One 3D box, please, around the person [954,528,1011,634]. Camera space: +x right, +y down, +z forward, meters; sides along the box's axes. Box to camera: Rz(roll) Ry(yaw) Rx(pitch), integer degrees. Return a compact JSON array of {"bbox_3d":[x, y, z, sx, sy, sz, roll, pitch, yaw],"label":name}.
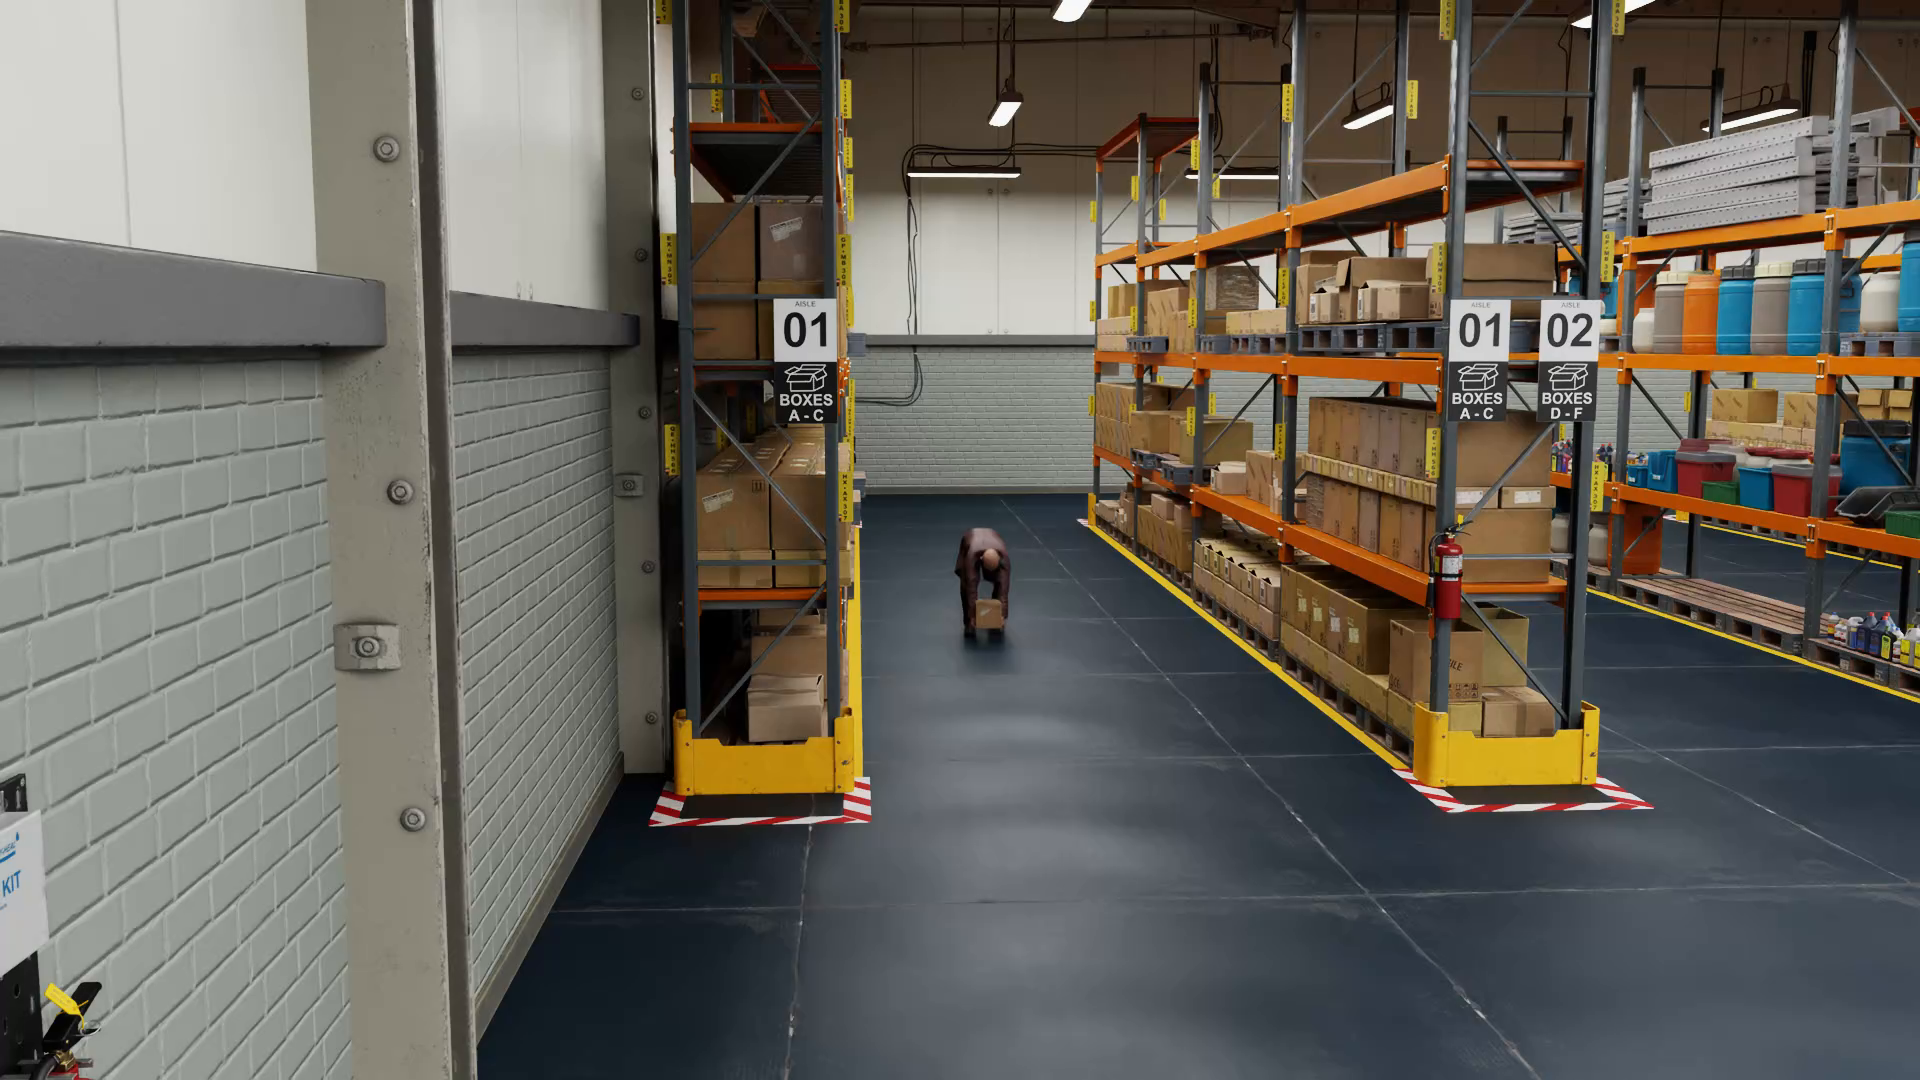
[{"bbox_3d":[0.252,0.432,16.664,0.583,1.066,0.947,-1,7,-6],"label":"person"}]
